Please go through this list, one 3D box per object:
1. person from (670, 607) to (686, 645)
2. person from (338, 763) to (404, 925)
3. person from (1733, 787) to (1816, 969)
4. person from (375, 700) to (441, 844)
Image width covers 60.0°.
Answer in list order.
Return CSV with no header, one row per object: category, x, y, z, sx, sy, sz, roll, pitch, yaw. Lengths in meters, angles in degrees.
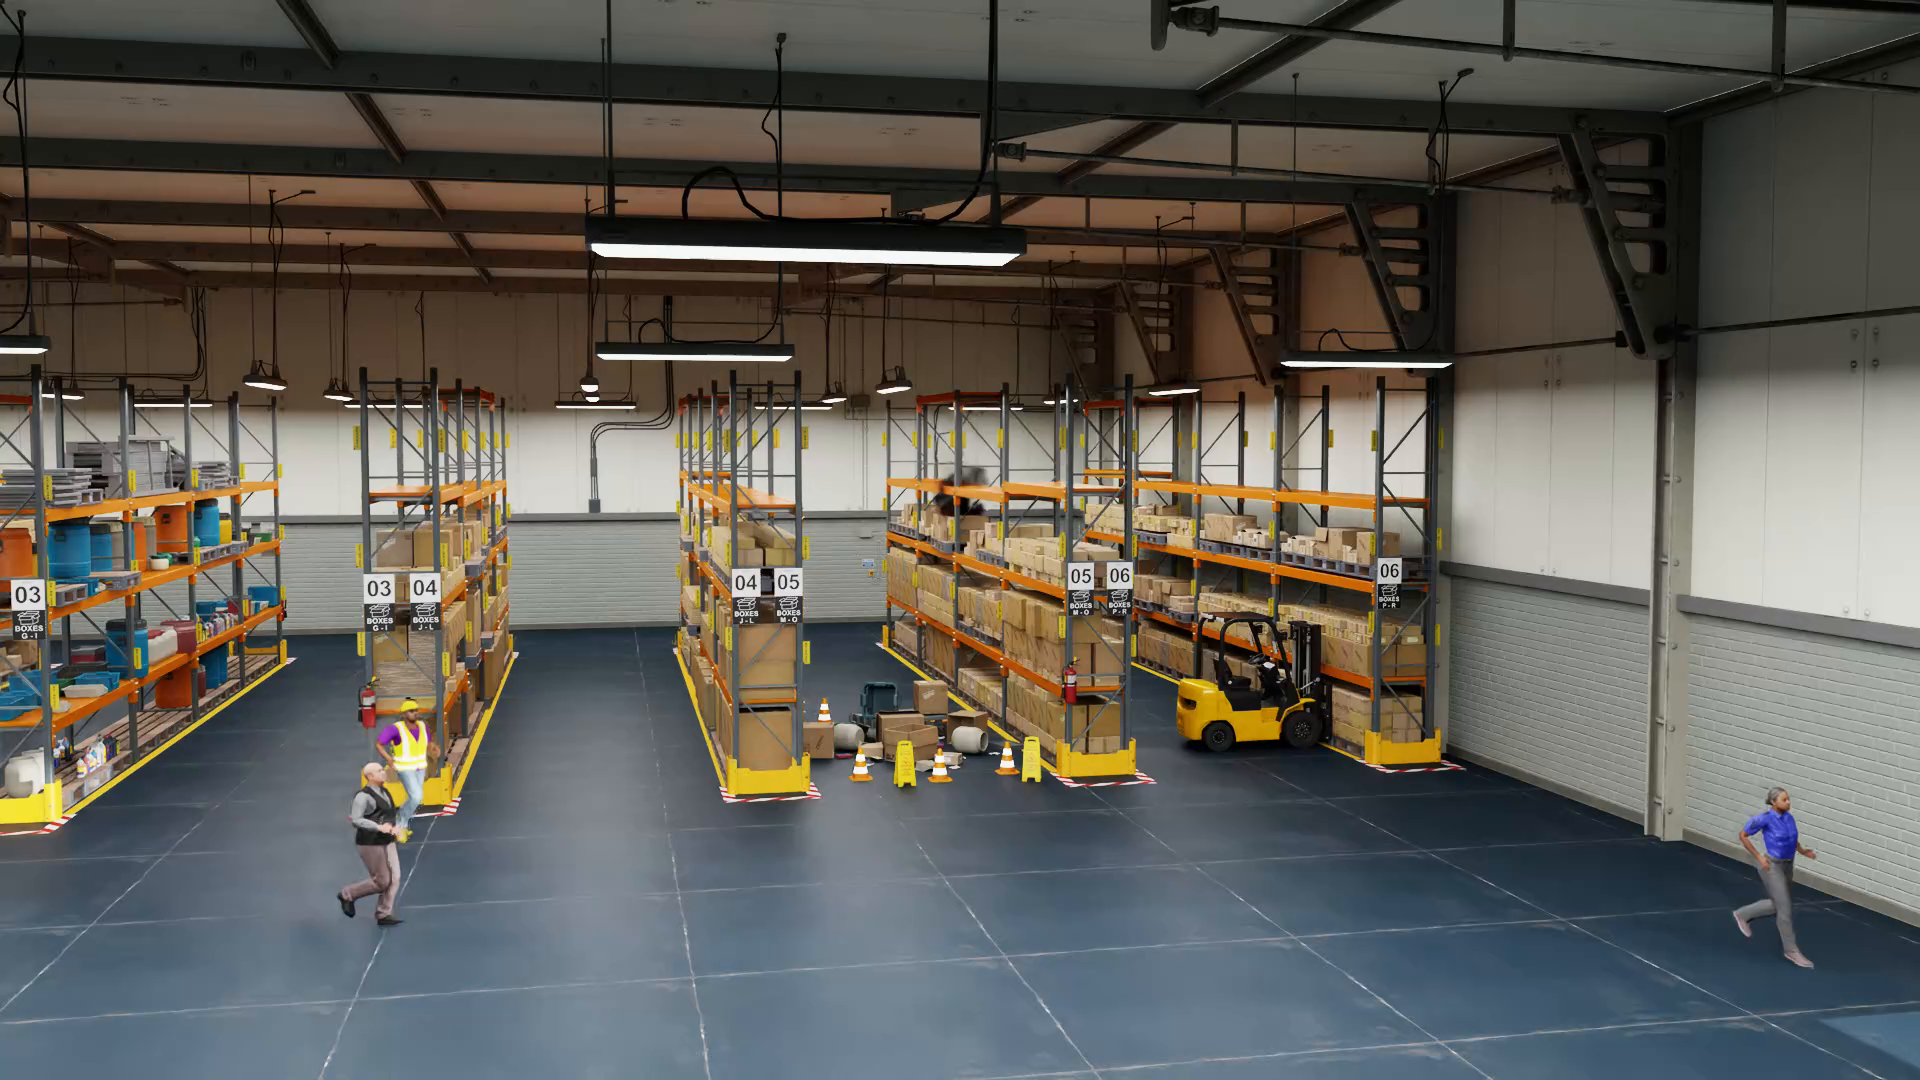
person,-6.584,1.709,40.507,0.941,1.767,0.718,-1,4,-17
person,-6.058,3.137,17.173,0.684,1.693,0.656,1,3,9
person,7.898,3.219,16.144,0.580,1.664,0.911,-2,4,-29
person,-6.865,2.894,20.842,0.672,1.780,0.687,2,4,32
